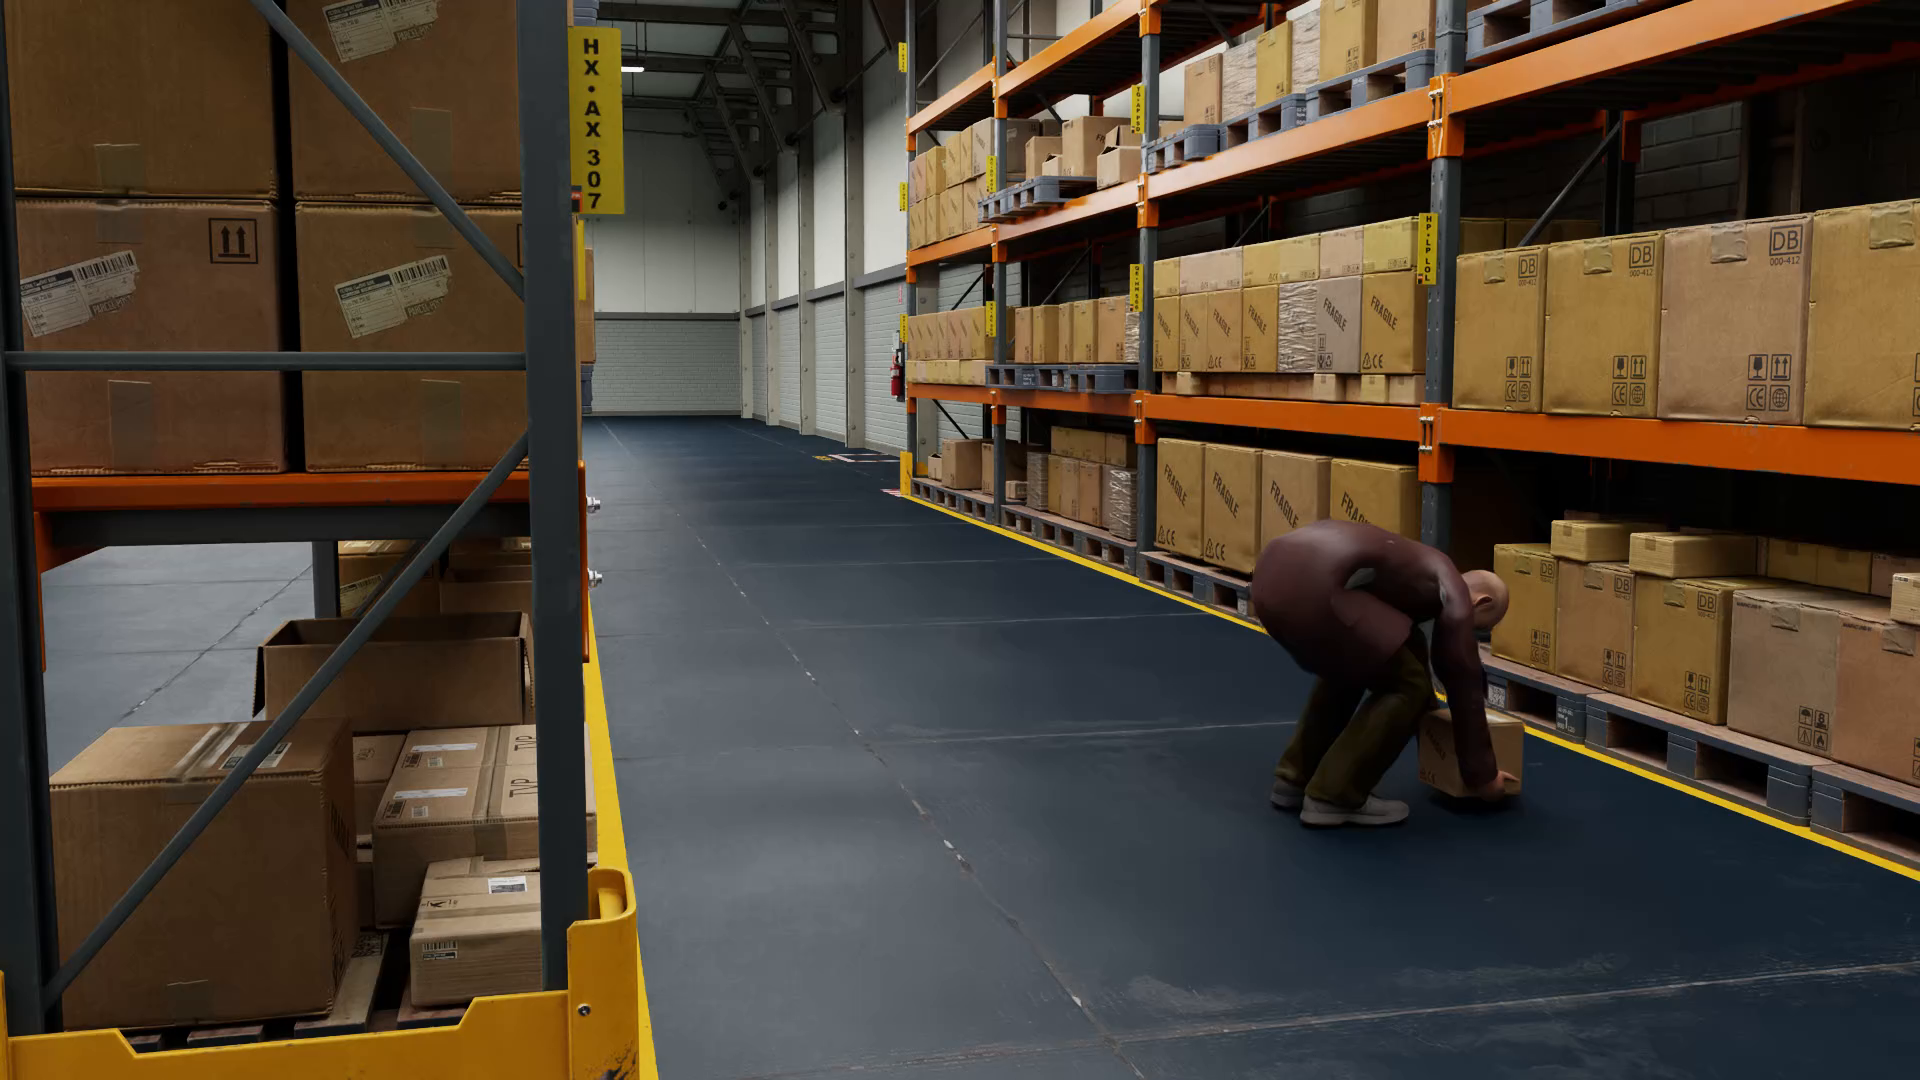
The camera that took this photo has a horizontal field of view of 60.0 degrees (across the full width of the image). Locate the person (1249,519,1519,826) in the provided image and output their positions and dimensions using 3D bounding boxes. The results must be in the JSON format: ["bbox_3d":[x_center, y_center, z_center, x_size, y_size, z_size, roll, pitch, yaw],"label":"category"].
[{"bbox_3d":[1.427,0.421,5.595,0.942,0.996,0.591,-2,6,-16],"label":"person"}]
